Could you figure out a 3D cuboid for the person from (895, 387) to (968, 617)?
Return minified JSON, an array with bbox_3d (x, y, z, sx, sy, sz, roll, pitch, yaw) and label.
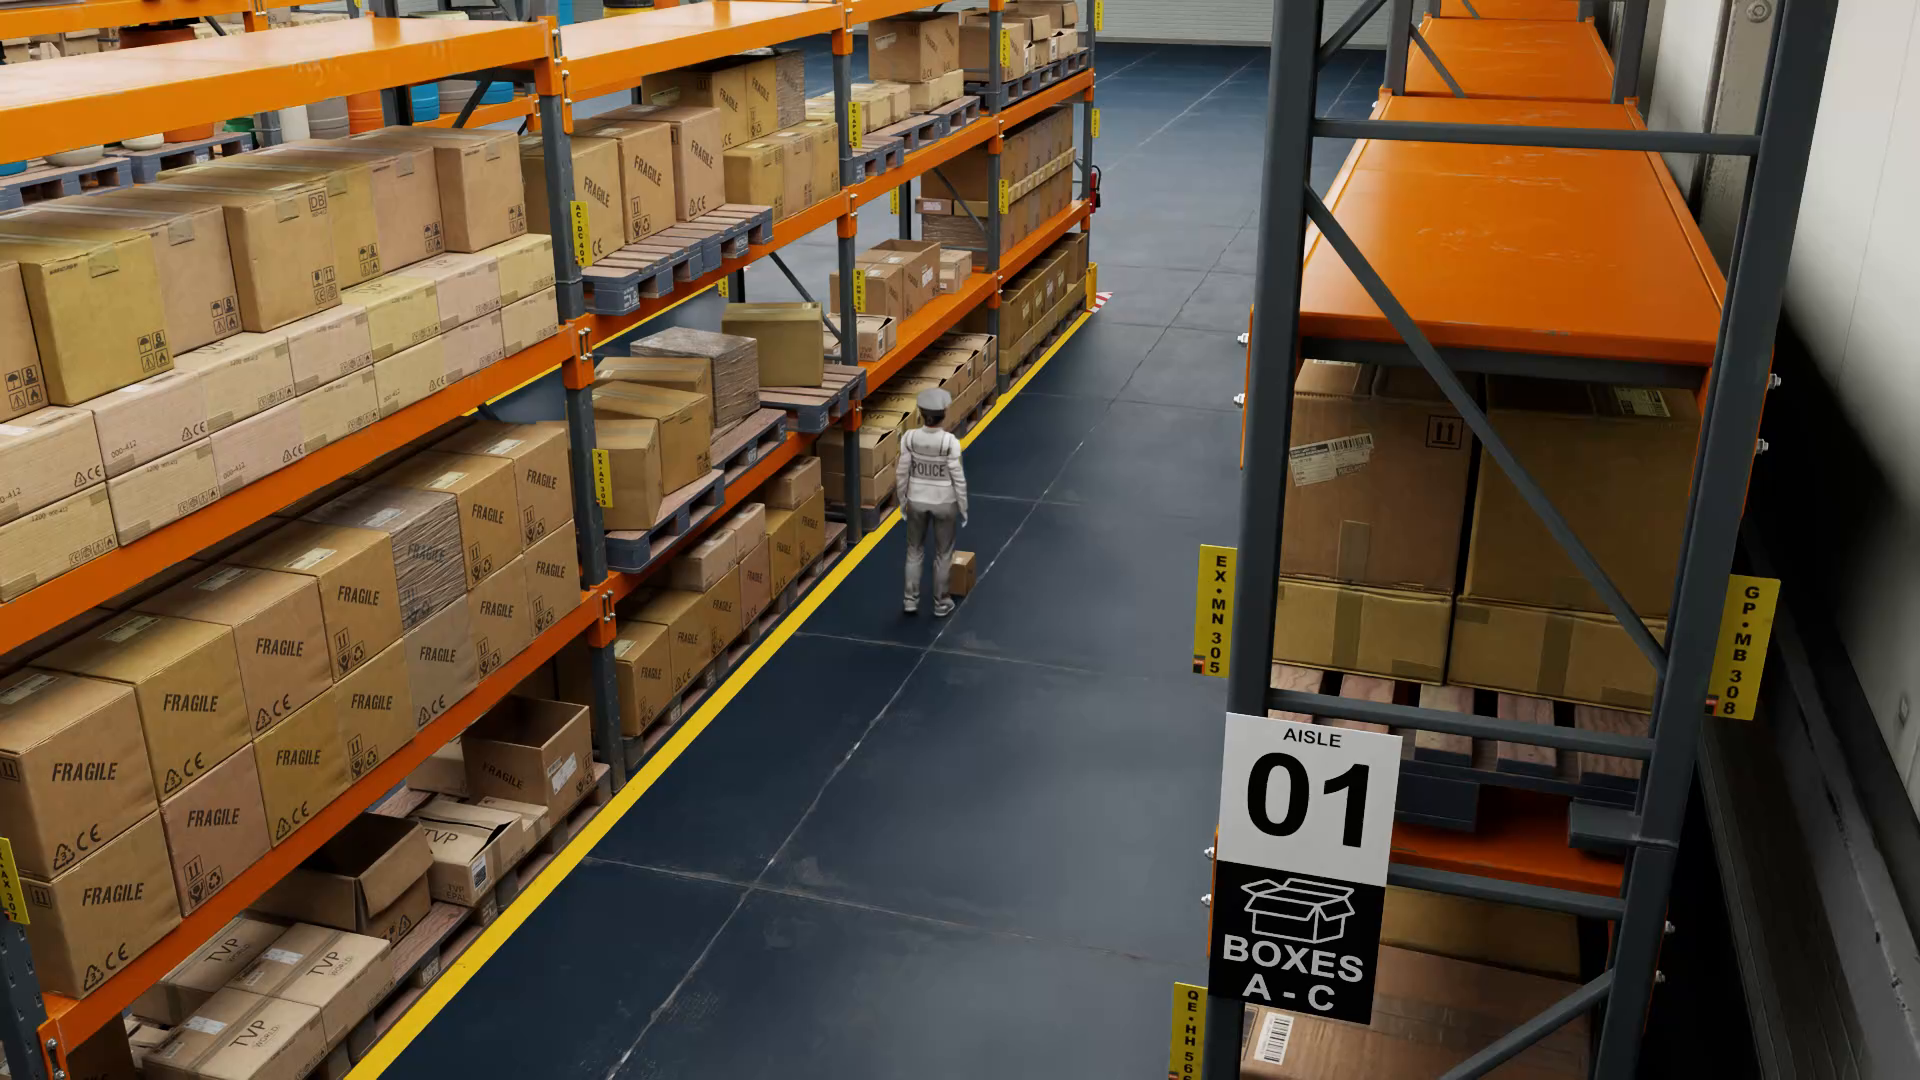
[{"bbox_3d":[-0.191,-0.235,11.699,0.514,1.735,0.377,7,23,16],"label":"person"}]
